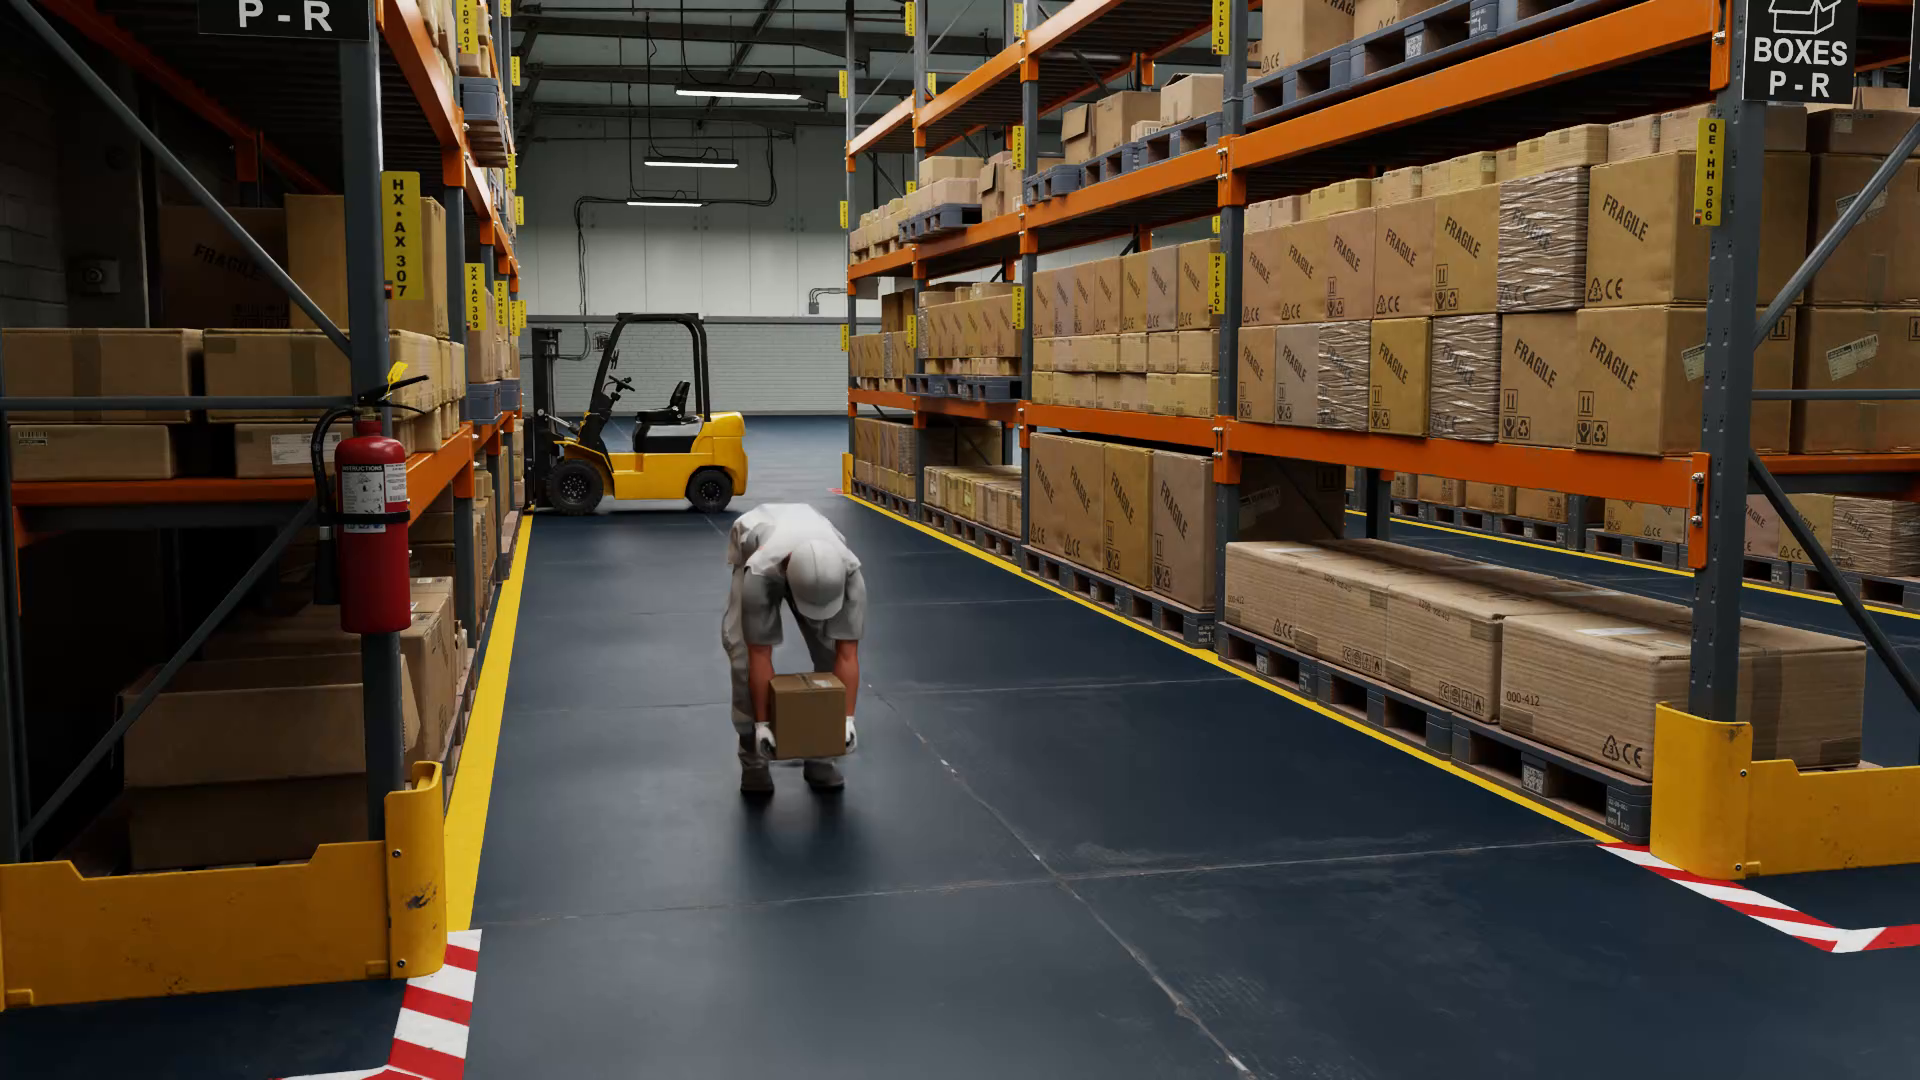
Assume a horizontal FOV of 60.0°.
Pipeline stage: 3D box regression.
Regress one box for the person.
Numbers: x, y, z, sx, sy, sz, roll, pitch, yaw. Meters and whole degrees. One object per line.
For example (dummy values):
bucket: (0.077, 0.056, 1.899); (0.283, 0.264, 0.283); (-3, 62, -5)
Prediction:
person: (-0.594, 0.423, 6.109); (0.511, 1.083, 0.965); (-2, 6, -16)
